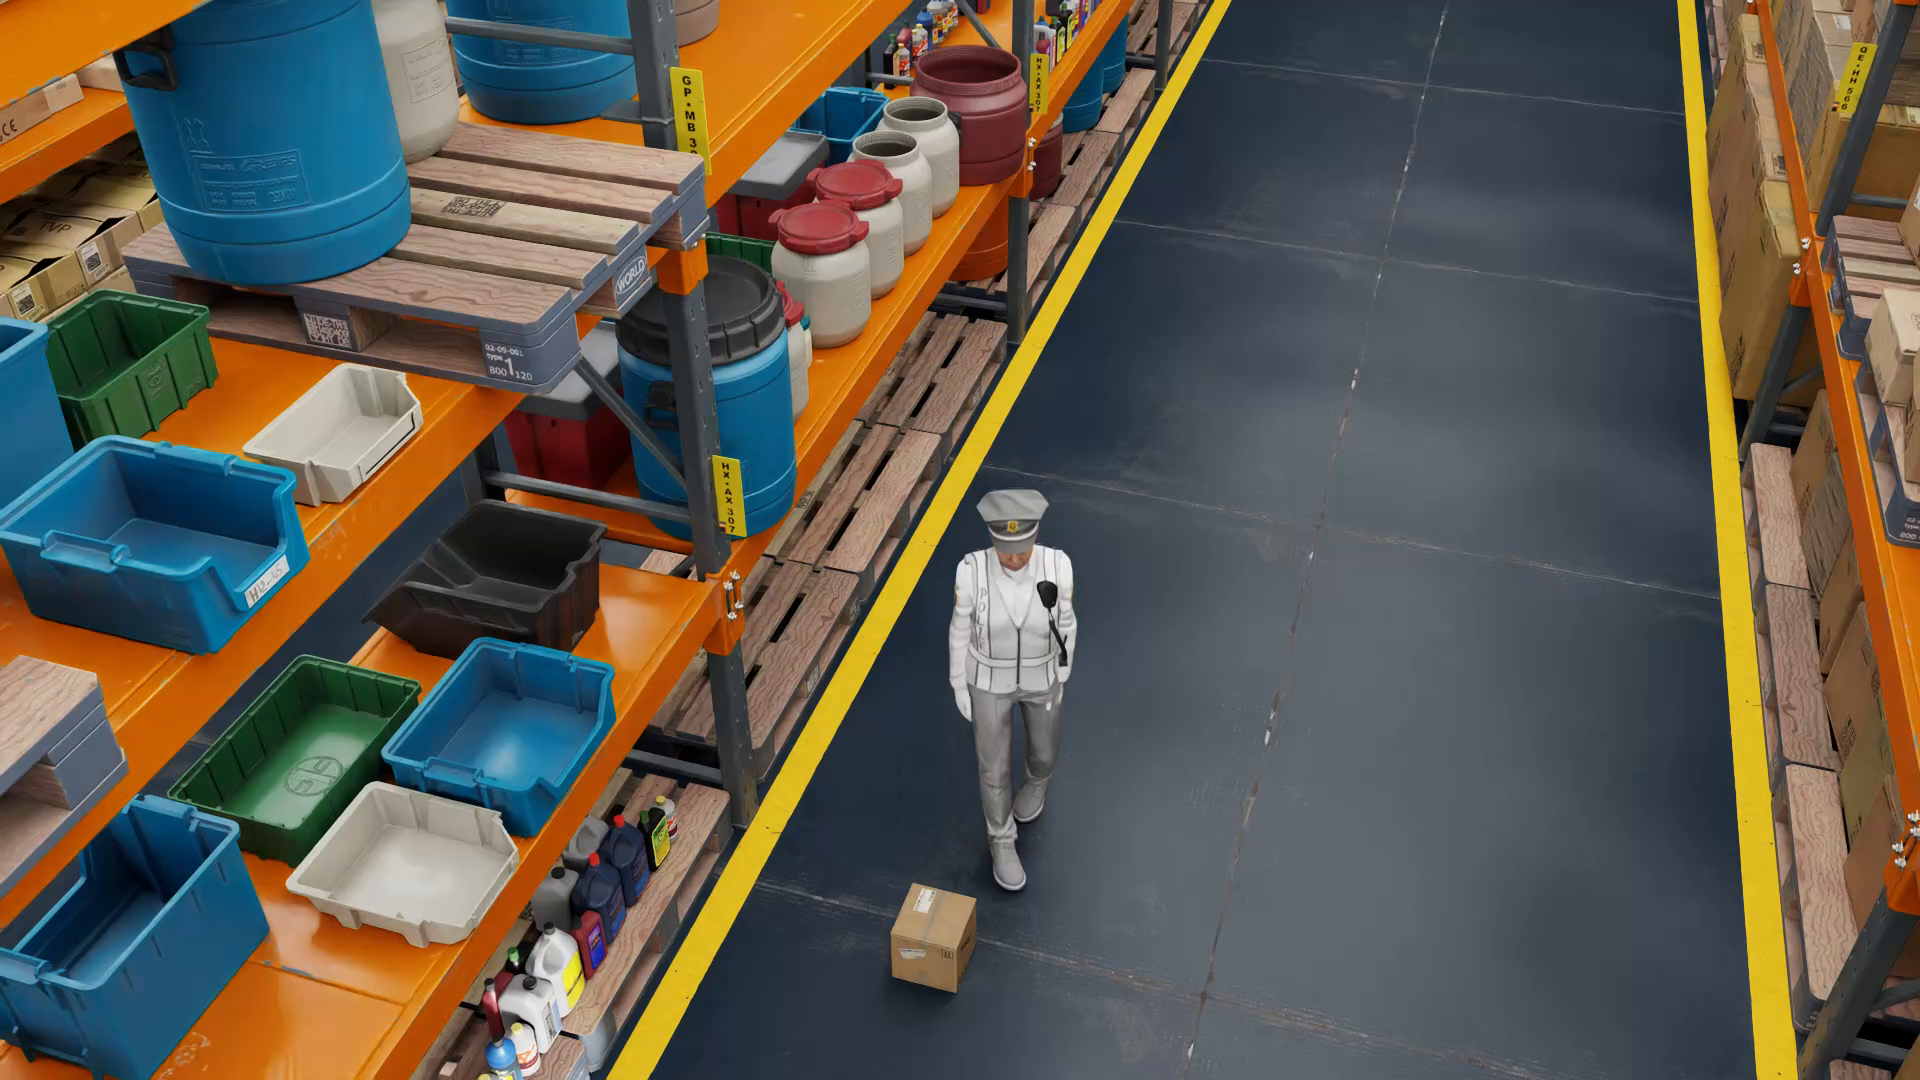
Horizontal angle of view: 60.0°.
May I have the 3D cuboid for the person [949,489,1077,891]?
[{"bbox_3d":[0.198,0.522,6.181,0.472,1.662,0.608,-4,37,-5],"label":"person"}]
